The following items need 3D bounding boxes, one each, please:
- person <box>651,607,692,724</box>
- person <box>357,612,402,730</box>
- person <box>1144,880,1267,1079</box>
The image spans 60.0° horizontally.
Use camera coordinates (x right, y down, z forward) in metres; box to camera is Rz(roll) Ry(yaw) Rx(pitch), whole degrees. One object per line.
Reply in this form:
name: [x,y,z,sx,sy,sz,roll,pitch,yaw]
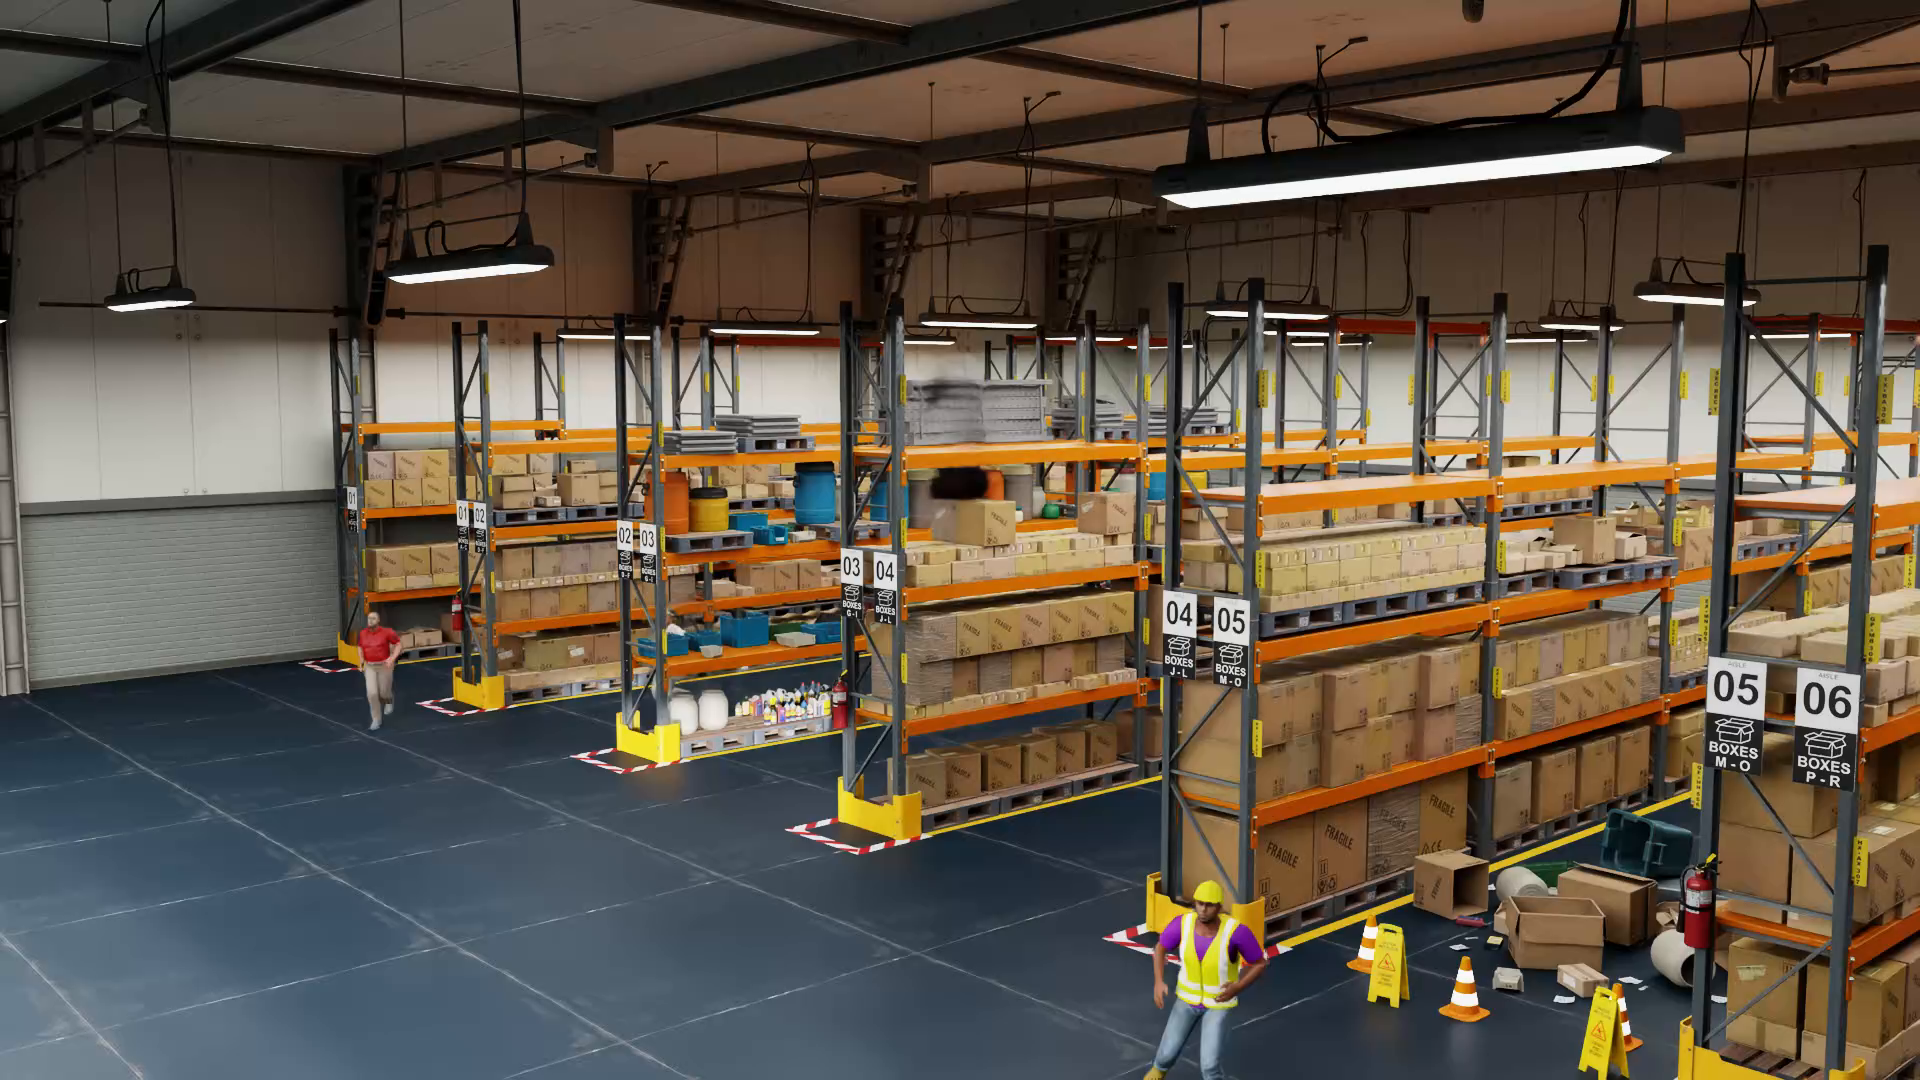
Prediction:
person: [-4.355,1.853,24.892,0.664,1.749,0.608,4,7,34]
person: [-8.573,1.902,24.604,0.666,1.733,0.723,0,6,-2]
person: [1.671,3.198,11.519,0.881,1.760,0.663,2,6,20]
